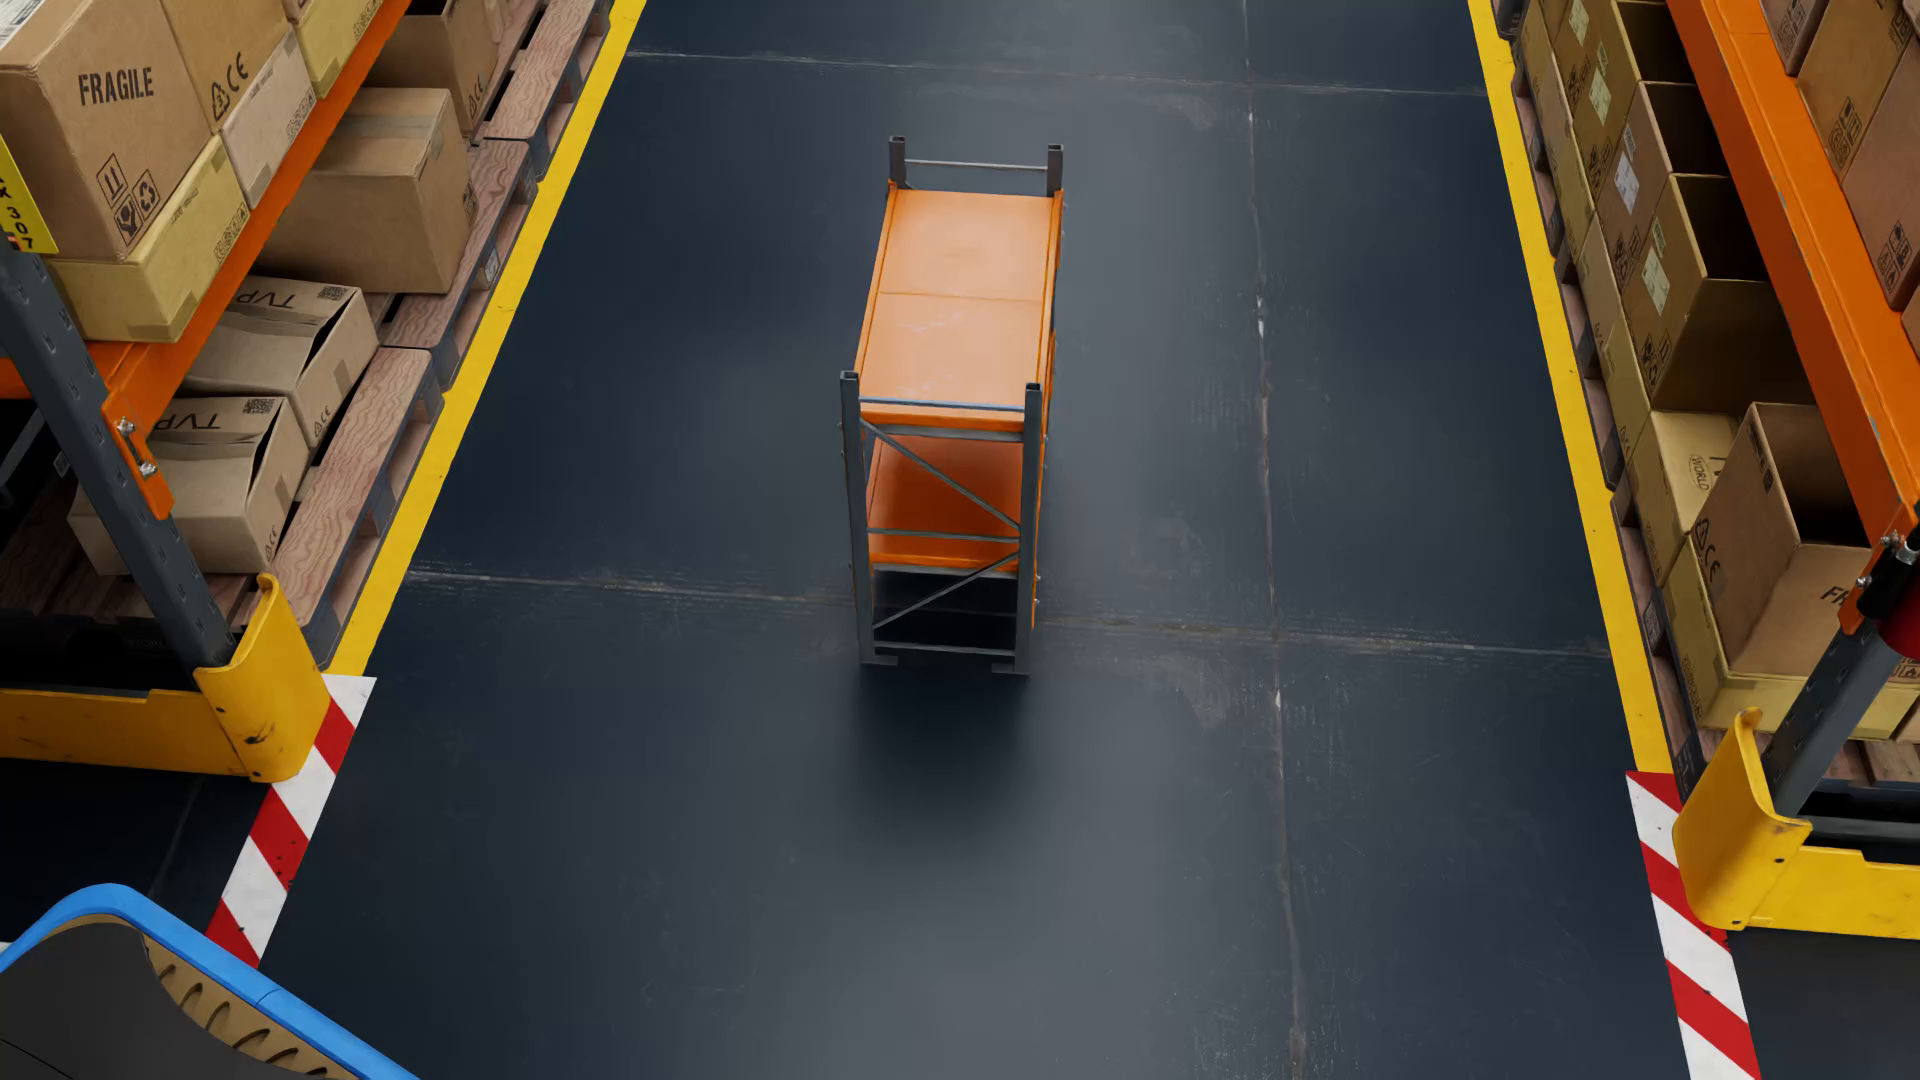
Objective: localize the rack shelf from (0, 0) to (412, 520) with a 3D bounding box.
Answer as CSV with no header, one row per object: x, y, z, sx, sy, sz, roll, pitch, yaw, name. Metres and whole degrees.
-2.242,-1.668,5.231,1.077,0.370,4.000,4,48,4,rack shelf

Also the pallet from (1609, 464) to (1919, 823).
2.537,0.265,4.864,1.003,0.211,1.213,4,48,4,pallet

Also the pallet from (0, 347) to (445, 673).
-2.308,-0.151,5.245,1.003,0.211,1.213,4,48,4,pallet

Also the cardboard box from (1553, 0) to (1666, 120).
2.482,-1.830,5.961,0.500,0.500,0.500,4,48,4,cardboard box

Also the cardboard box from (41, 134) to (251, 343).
-2.064,-0.735,3.977,0.500,0.250,0.500,3,48,2,cardboard box

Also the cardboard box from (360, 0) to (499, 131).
-2.115,-1.920,6.369,0.500,0.500,0.500,1,48,1,cardboard box

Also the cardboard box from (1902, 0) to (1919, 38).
2.425,-1.222,3.828,0.380,0.149,0.250,4,48,4,cardboard box

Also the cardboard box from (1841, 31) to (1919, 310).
2.607,-0.873,3.948,0.700,0.500,0.500,5,48,5,cardboard box

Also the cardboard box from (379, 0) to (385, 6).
-1.930,-1.863,5.009,0.500,0.250,0.500,4,48,4,cardboard box

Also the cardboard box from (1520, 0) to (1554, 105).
2.529,-1.944,6.574,0.500,0.250,0.500,4,48,4,cardboard box

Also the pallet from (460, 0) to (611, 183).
-2.086,-1.944,6.885,1.003,0.211,1.213,4,48,4,pallet

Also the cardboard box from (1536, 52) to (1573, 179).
2.479,-1.577,6.238,0.500,0.250,0.500,4,48,4,cardboard box

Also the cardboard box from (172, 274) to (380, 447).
-2.220,-0.604,5.293,0.500,0.311,0.500,7,48,7,cardboard box

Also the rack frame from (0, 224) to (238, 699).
-2.424,-0.442,3.621,1.000,3.000,0.127,4,48,4,rack frame

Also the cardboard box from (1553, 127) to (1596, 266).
2.428,-1.210,5.902,0.500,0.250,0.500,4,48,4,cardboard box

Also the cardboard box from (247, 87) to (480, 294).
-2.103,-1.203,5.714,0.700,0.500,0.500,1,48,1,cardboard box

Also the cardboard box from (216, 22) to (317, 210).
-2.031,-1.117,4.327,0.500,0.250,0.500,3,48,2,cardboard box

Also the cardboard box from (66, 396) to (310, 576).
-2.272,-0.185,4.910,0.500,0.311,0.500,-1,48,-1,cardboard box

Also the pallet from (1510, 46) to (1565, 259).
2.759,-1.528,6.504,1.003,0.211,1.213,4,48,4,pallet

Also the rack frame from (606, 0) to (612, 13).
-2.060,-3.381,6.309,1.000,3.000,0.127,4,48,4,rack frame

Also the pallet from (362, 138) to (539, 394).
-2.194,-1.045,6.063,1.003,0.211,1.213,4,48,4,pallet

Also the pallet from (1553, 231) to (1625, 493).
2.651,-0.629,5.682,1.003,0.211,1.213,4,48,4,pallet

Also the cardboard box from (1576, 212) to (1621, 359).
2.388,-0.842,5.566,0.500,0.250,0.500,4,48,4,cardboard box

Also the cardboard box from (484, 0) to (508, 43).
-2.079,-2.178,6.831,0.380,0.166,0.250,-2,48,-2,cardboard box

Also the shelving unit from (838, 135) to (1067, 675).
0.001,-0.385,4.839,0.538,1.125,1.048,4,48,4,shelving unit

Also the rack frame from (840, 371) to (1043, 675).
-0.046,-0.011,4.498,0.500,1.125,0.032,4,48,4,rack frame

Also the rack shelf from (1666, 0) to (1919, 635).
2.691,-1.338,4.928,1.077,0.370,4.000,4,48,4,rack shelf

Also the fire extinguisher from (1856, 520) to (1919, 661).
2.036,-0.029,3.297,0.296,0.674,0.183,4,48,4,fire extinguisher

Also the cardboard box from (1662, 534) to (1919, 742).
2.264,0.261,4.557,0.500,0.250,0.500,4,48,4,cardboard box

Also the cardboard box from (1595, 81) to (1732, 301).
2.385,-1.095,5.289,0.500,0.500,0.500,4,48,4,cardboard box

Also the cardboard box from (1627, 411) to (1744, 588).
2.297,-0.107,4.894,0.500,0.250,0.500,4,48,4,cardboard box

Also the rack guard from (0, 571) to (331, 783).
-2.418,0.346,4.594,1.175,0.500,0.348,4,48,4,rack guard

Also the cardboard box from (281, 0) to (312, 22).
-1.973,-1.723,4.373,0.500,0.500,0.500,2,48,2,cardboard box

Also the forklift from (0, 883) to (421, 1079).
-2.026,1.492,1.899,1.130,2.935,3.031,24,52,20,forklift

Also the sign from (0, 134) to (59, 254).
-1.884,-0.697,3.268,0.100,0.325,0.005,4,48,4,sign

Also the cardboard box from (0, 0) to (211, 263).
-2.082,-0.981,3.695,0.500,0.500,0.500,4,48,4,cardboard box

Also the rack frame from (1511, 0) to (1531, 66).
2.874,-3.050,6.007,1.000,3.000,0.127,4,48,4,rack frame

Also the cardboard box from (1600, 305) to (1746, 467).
2.341,-0.475,5.230,0.500,0.250,0.500,4,48,4,cardboard box

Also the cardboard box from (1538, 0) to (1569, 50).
2.519,-2.198,6.298,0.500,0.500,0.500,4,48,4,cardboard box

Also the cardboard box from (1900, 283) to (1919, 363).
2.564,-0.487,3.595,0.700,0.500,0.500,4,48,4,cardboard box

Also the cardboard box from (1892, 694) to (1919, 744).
2.779,0.296,4.525,0.500,0.250,0.500,4,48,4,cardboard box

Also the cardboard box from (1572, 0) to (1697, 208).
2.428,-1.463,5.626,0.500,0.500,0.500,4,48,4,cardboard box

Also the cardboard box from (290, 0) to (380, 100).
-1.978,-1.491,4.669,0.500,0.250,0.500,3,48,3,cardboard box

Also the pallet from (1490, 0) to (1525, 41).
2.902,-2.653,7.534,1.003,0.211,1.213,4,48,4,pallet

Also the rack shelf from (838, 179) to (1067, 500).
0.001,-0.582,4.623,0.538,0.278,1.000,4,48,4,rack shelf

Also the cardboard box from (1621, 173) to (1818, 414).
2.338,-0.728,4.954,0.500,0.500,0.500,4,48,4,cardboard box

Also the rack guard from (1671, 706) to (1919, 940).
2.507,0.750,4.225,1.175,0.500,0.348,4,48,4,rack guard

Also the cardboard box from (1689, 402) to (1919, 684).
2.262,0.008,4.281,0.500,0.500,0.500,4,48,4,cardboard box

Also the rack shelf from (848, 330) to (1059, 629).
0.001,-0.220,5.020,0.538,0.278,1.000,4,48,4,rack shelf

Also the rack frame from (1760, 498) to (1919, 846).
2.509,-0.111,3.319,1.000,3.000,0.127,4,48,4,rack frame

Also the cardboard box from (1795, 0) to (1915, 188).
2.658,-1.238,4.282,0.700,0.500,0.500,4,48,4,cardboard box

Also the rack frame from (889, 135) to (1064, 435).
0.047,-0.758,5.181,0.500,1.125,0.032,4,48,4,rack frame

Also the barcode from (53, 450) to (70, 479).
-2.668,-0.228,4.944,0.001,0.075,0.075,4,48,4,barcode

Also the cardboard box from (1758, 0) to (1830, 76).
2.703,-1.625,4.636,0.700,0.500,0.500,5,48,5,cardboard box

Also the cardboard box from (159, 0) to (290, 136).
-2.027,-1.344,4.026,0.500,0.500,0.500,4,48,4,cardboard box
